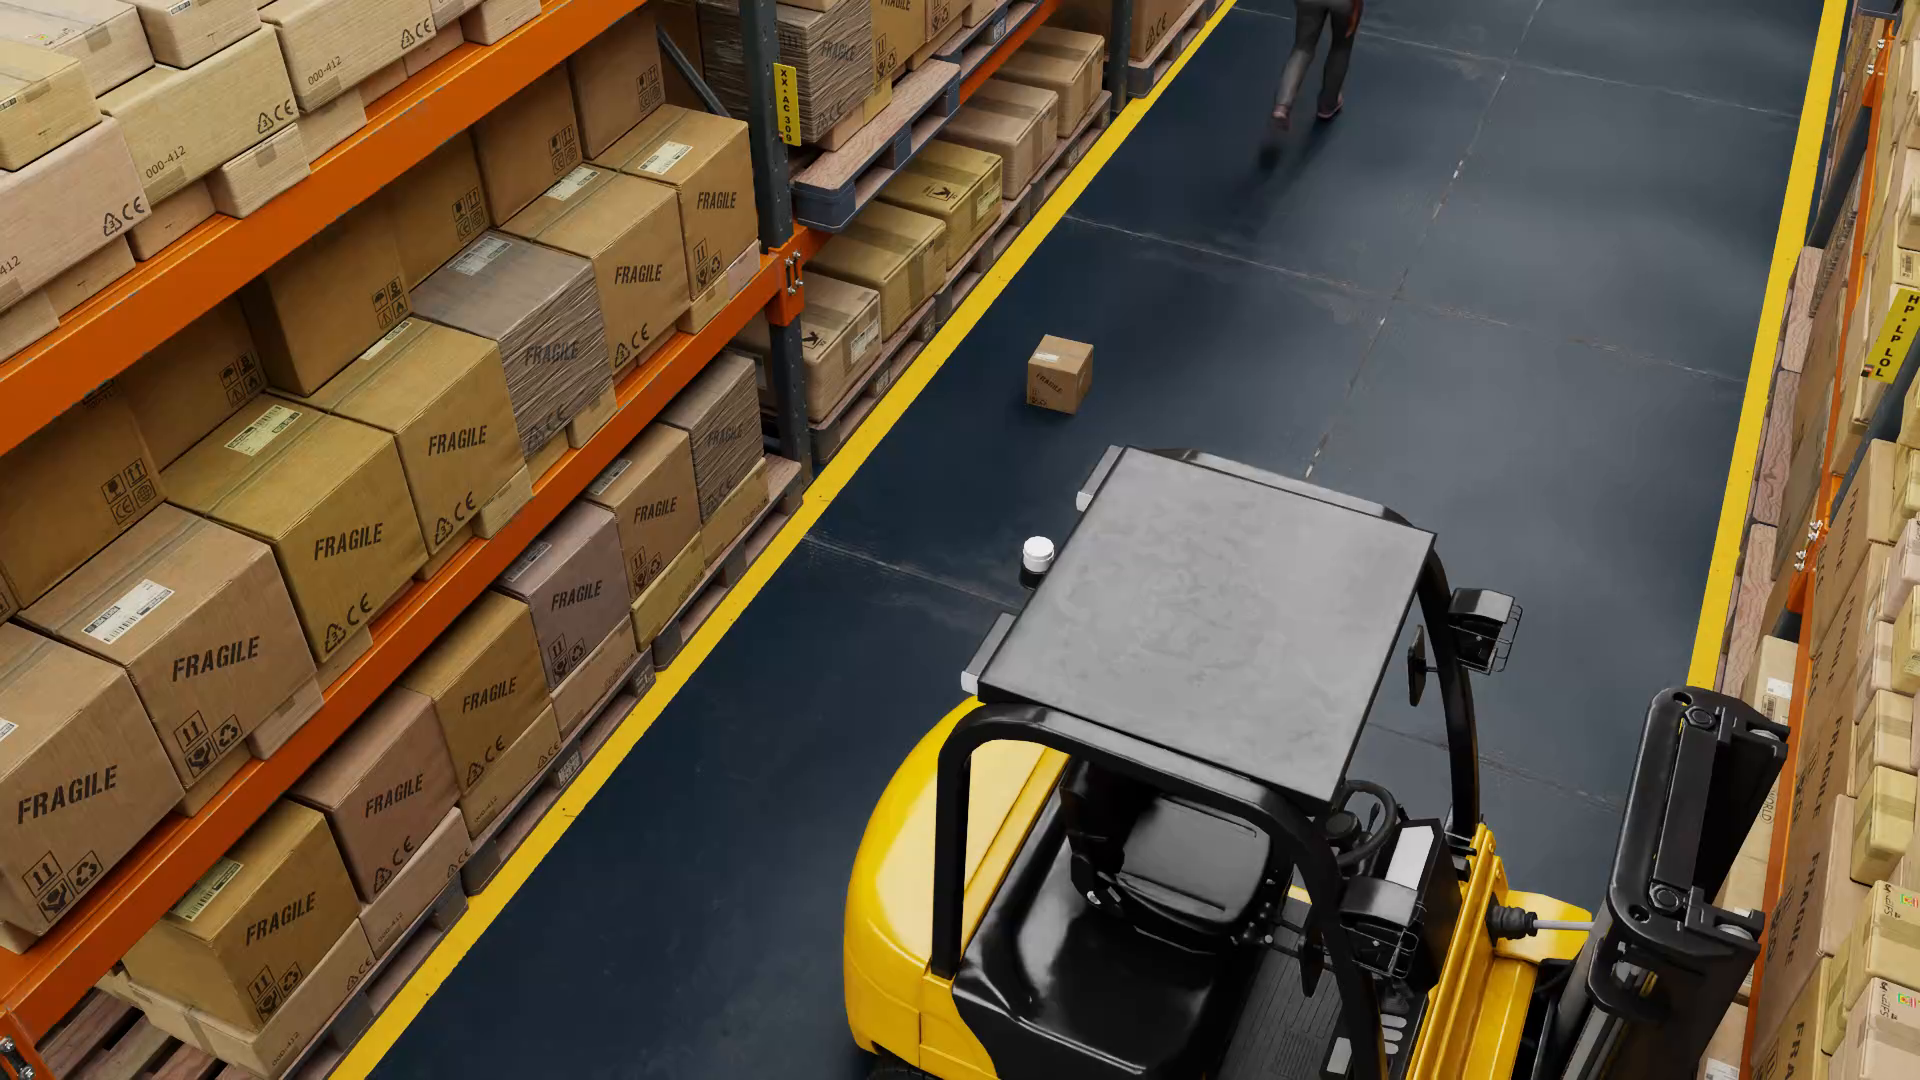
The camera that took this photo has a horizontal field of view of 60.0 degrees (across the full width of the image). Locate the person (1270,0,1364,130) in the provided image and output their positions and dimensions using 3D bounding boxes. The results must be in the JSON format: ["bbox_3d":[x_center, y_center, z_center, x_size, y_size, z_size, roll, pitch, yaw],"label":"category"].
[{"bbox_3d":[2.110,-3.126,9.596,0.449,1.617,0.835,19,45,19],"label":"person"}]
